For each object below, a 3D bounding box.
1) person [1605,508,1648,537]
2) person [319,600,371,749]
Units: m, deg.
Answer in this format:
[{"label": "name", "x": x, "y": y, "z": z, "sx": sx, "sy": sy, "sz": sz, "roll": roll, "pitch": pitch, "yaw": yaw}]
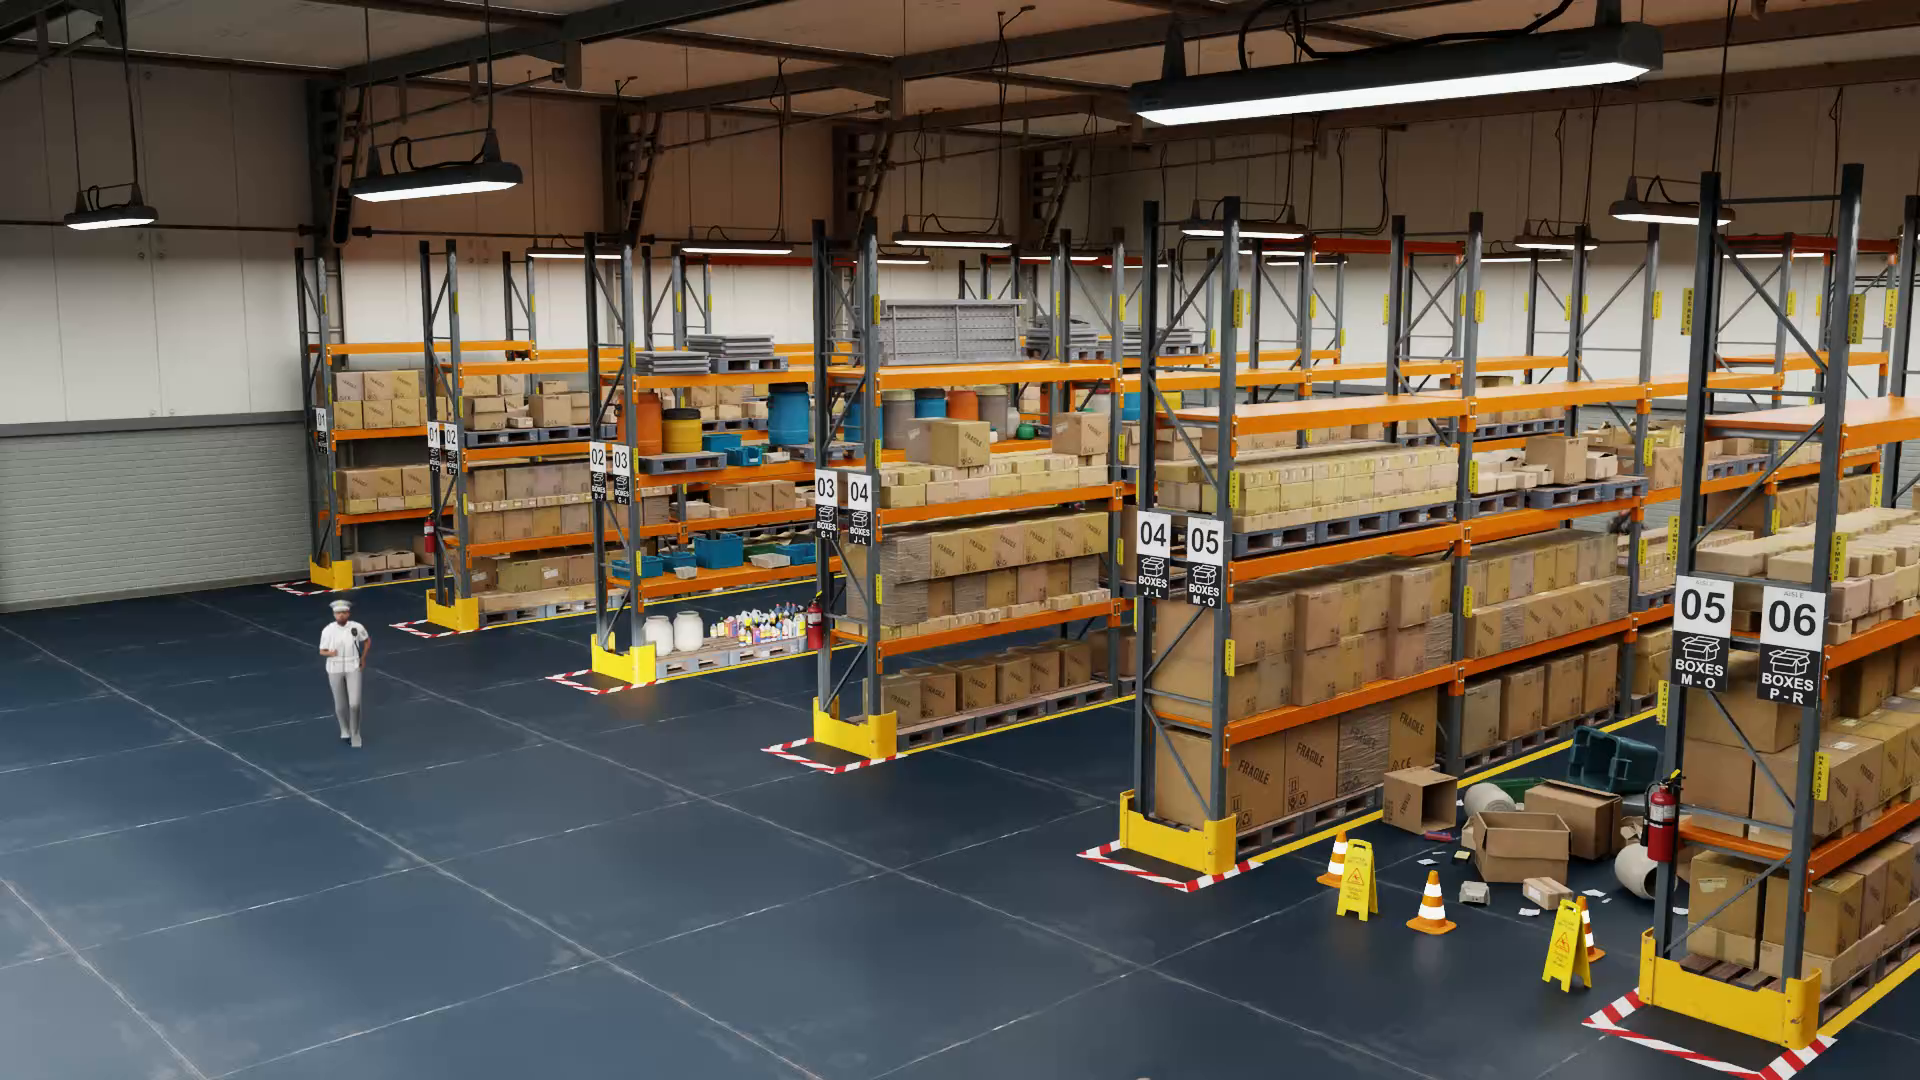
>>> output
[{"label": "person", "x": 11.326, "y": 0.212, "z": 28.203, "sx": 0.736, "sy": 1.713, "sz": 0.682, "roll": 5, "pitch": 10, "yaw": 33}, {"label": "person", "x": -7.067, "y": 1.543, "z": 19.142, "sx": 0.553, "sy": 1.742, "sz": 0.681, "roll": -3, "pitch": 9, "yaw": -17}]
